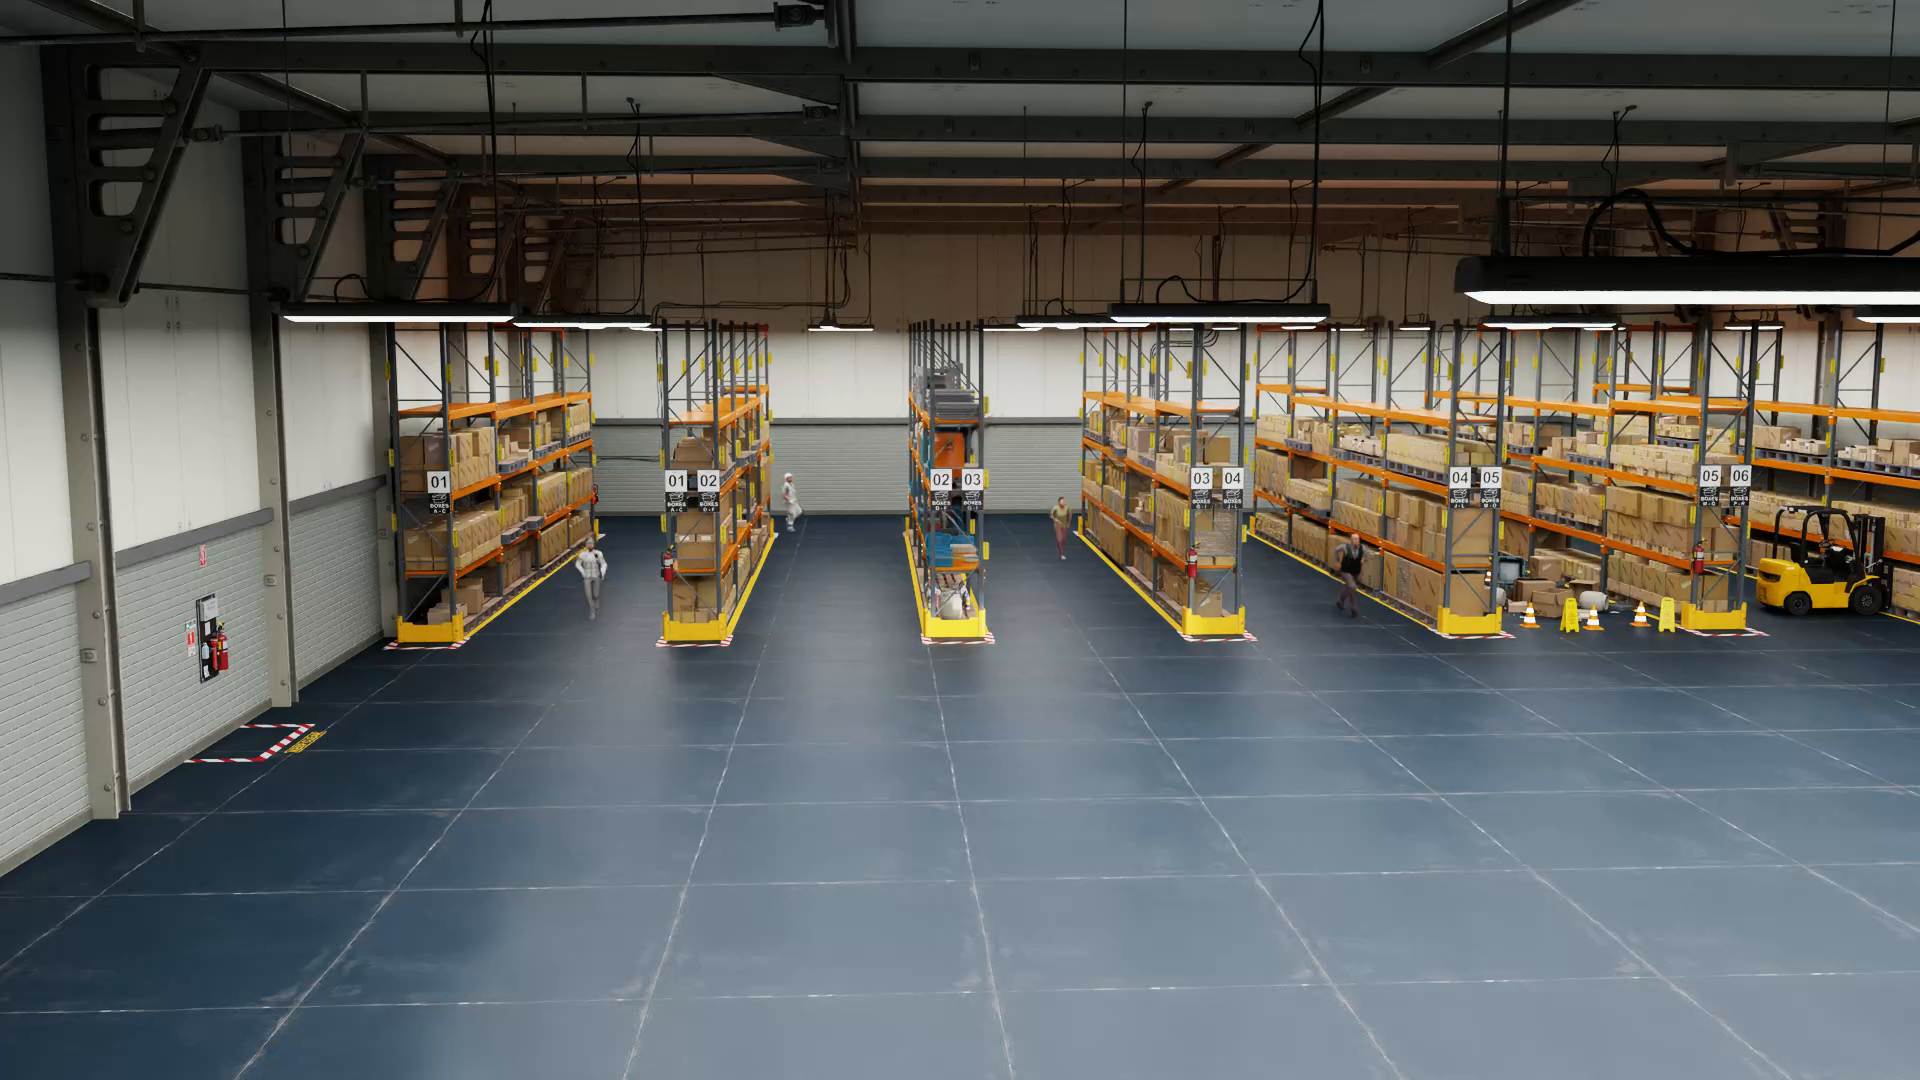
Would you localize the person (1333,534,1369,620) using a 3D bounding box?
[{"bbox_3d":[7.938,0.710,33.915,0.654,1.737,0.965,-2,7,-17],"label":"person"}]

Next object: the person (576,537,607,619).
[{"bbox_3d":[-7.481,0.751,33.756,0.617,1.662,0.538,-1,7,-11],"label":"person"}]

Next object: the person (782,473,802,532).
[{"bbox_3d":[-4.877,-1.089,48.205,0.537,1.717,0.661,3,8,22],"label":"person"}]

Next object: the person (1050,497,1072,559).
[{"bbox_3d":[2.586,-0.320,42.574,0.568,1.611,0.700,0,7,-2],"label":"person"}]
